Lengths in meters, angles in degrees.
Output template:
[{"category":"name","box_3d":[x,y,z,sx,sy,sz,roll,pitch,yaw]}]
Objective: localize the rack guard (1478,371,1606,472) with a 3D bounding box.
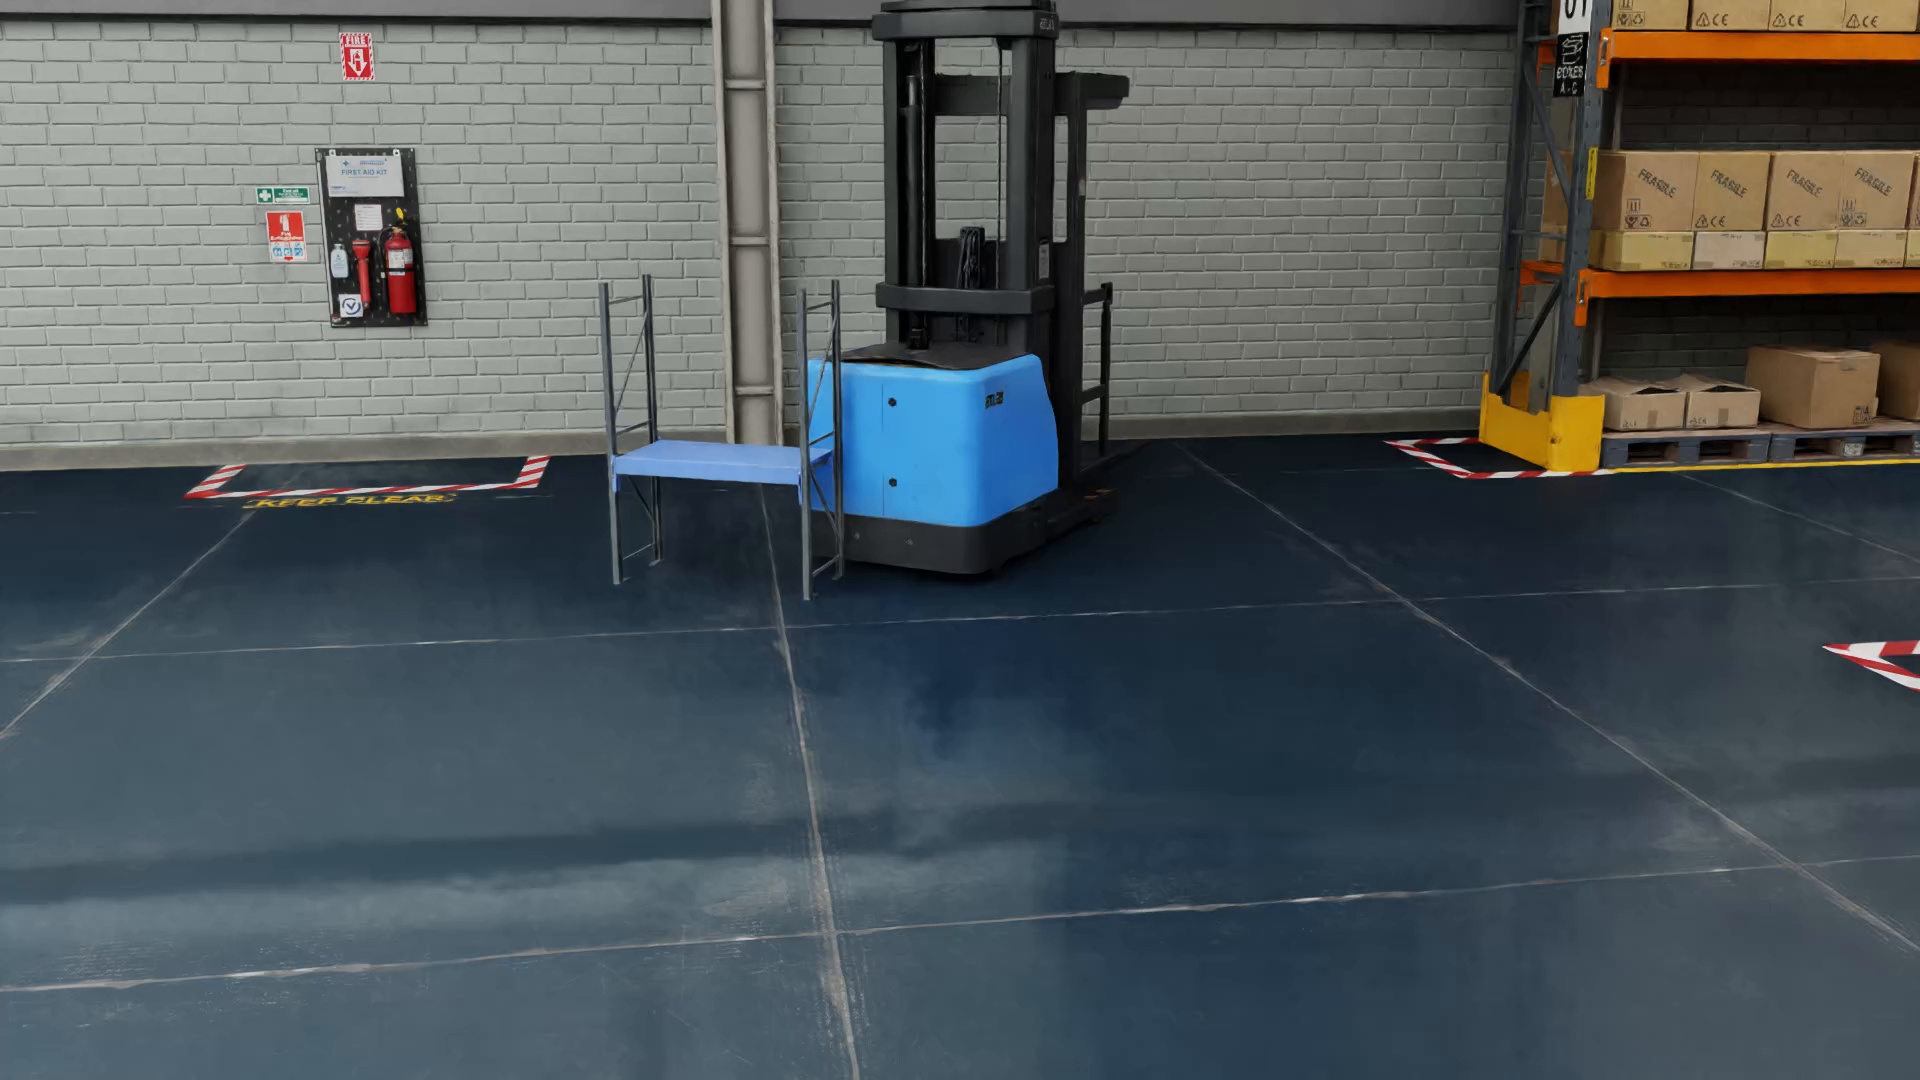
[{"category":"rack guard","box_3d":[4.012,-0.836,11.527,0.348,0.500,1.175,-2,14,-8]}]

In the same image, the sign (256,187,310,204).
[{"category":"sign","box_3d":[-4.438,-2.258,10.898,0.331,0.109,0.001,-2,14,-8]}]

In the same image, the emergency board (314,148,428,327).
[{"category":"emergency board","box_3d":[-3.882,-1.981,10.956,0.643,1.169,0.194,-2,14,-8]}]

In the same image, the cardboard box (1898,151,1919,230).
[{"category":"cardboard box","box_3d":[6.479,-2.365,11.210,0.500,0.500,0.500,-3,14,-10]}]

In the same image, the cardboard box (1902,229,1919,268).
[{"category":"cardboard box","box_3d":[6.480,-1.999,11.295,0.500,0.250,0.500,-2,14,-9]}]

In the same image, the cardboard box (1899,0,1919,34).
[{"category":"cardboard box","box_3d":[6.386,-3.581,10.923,0.500,0.500,0.500,-3,14,-11]}]

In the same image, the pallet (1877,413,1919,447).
[{"category":"pallet","box_3d":[7.234,-0.805,11.998,1.213,0.211,1.003,-2,14,-8]}]

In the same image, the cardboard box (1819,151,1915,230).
[{"category":"cardboard box","box_3d":[5.965,-2.346,11.134,0.500,0.500,0.500,-2,14,-7]}]

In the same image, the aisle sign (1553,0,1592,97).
[{"category":"aisle sign","box_3d":[3.911,-3.232,10.598,0.004,0.787,0.394,-2,14,-8]}]

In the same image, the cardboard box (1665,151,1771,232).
[{"category":"cardboard box","box_3d":[4.944,-2.307,10.979,0.500,0.500,0.500,-2,14,-8]}]

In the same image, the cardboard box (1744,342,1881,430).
[{"category":"cardboard box","box_3d":[5.931,-1.085,11.617,0.500,0.500,0.700,-3,14,-12]}]

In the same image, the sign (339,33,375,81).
[{"category":"sign","box_3d":[-3.905,-3.129,10.768,0.199,0.298,0.001,-2,14,-8]}]

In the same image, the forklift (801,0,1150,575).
[{"category":"forklift","box_3d":[0.276,-1.559,9.412,1.130,2.935,3.031,7,16,25]}]

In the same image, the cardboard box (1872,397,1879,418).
[{"category":"cardboard box","box_3d":[6.308,-0.968,11.872,0.250,0.149,0.380,-3,14,-13]}]

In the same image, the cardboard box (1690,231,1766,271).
[{"category":"cardboard box","box_3d":[4.978,-1.946,11.083,0.500,0.250,0.500,-3,14,-10]}]

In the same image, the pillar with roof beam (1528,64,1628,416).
[{"category":"pillar with roof beam","box_3d":[5.142,-4.153,7.284,0.400,9.000,9.100,-2,14,-8]}]

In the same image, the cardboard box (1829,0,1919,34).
[{"category":"cardboard box","box_3d":[5.881,-3.566,10.861,0.500,0.500,0.500,-1,14,-5]}]

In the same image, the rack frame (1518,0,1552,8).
[{"category":"rack frame","box_3d":[3.937,-4.956,10.482,0.127,3.000,1.000,-2,14,-8]}]

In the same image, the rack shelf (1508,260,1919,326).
[{"category":"rack shelf","box_3d":[5.915,-1.769,11.589,4.000,0.370,1.077,-2,14,-8]}]

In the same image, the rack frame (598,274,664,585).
[{"category":"rack frame","box_3d":[-1.650,-0.561,8.377,0.032,1.500,0.500,4,15,16]}]

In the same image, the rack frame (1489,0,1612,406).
[{"category":"rack frame","box_3d":[3.937,-2.046,11.212,0.127,3.000,1.000,-2,14,-8]}]

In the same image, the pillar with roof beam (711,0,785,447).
[{"category":"pillar with roof beam","box_3d":[-0.791,-3.936,6.417,0.400,9.000,9.100,-2,14,-8]}]

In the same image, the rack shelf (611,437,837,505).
[{"category":"rack shelf","box_3d":[-1.162,-0.352,8.283,1.000,0.185,0.538,4,15,16]}]

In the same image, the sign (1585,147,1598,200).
[{"category":"sign","box_3d":[4.018,-2.335,10.587,0.005,0.325,0.100,-2,14,-8]}]

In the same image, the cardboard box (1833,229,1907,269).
[{"category":"cardboard box","box_3d":[5.983,-1.981,11.222,0.500,0.250,0.500,-2,14,-8]}]

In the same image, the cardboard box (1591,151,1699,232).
[{"category":"cardboard box","box_3d":[4.454,-2.291,10.918,0.500,0.500,0.500,-2,14,-8]}]

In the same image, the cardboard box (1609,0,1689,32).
[{"category":"cardboard box","box_3d":[4.305,-3.511,10.641,0.500,0.500,0.500,-2,14,-7]}]

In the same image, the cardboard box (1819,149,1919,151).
[{"category":"cardboard box","box_3d":[6.391,-2.490,11.709,0.500,0.500,0.500,-2,14,-7]}]

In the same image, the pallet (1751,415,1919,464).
[{"category":"pallet","box_3d":[6.025,-0.760,11.819,1.213,0.211,1.003,-2,14,-8]}]

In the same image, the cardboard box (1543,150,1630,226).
[{"category":"cardboard box","box_3d":[4.372,-2.415,11.409,0.500,0.500,0.500,-2,14,-9]}]

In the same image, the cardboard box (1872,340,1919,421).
[{"category":"cardboard box","box_3d":[6.872,-1.144,11.852,0.500,0.500,0.500,-3,14,-13]}]

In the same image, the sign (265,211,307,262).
[{"category":"sign","box_3d":[-4.444,-2.003,10.970,0.234,0.329,0.001,-2,14,-8]}]

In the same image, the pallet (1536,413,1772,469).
[{"category":"pallet","box_3d":[4.821,-0.717,11.646,1.213,0.211,1.003,-2,14,-8]}]

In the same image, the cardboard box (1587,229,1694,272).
[{"category":"cardboard box","box_3d":[4.467,-1.924,10.994,0.500,0.250,0.500,-3,14,-10]}]

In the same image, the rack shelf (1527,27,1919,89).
[{"category":"rack shelf","box_3d":[5.915,-3.224,11.224,4.000,0.370,1.077,-2,14,-8]}]

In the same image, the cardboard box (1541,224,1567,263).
[{"category":"cardboard box","box_3d":[4.371,-2.046,11.482,0.500,0.250,0.500,-2,14,-7]}]

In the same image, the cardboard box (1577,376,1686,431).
[{"category":"cardboard box","box_3d":[4.635,-0.958,11.499,0.500,0.311,0.500,-4,15,-15]}]

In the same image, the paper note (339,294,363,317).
[{"category":"paper note","box_3d":[-4.067,-1.564,11.103,0.142,0.148,0.016,-2,14,-8]}]

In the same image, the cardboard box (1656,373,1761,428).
[{"category":"cardboard box","box_3d":[5.199,-0.979,11.582,0.500,0.311,0.500,-1,14,-4]}]

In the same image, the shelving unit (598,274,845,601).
[{"category":"shelving unit","box_3d":[-1.162,-0.527,8.240,1.048,1.500,0.538,4,15,16]}]

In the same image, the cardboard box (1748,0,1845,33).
[{"category":"cardboard box","box_3d":[5.354,-3.541,10.763,0.500,0.500,0.500,-1,14,-6]}]

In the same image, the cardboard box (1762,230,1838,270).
[{"category":"cardboard box","box_3d":[5.483,-1.963,11.151,0.500,0.250,0.500,-2,14,-9]}]

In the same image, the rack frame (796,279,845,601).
[{"category":"rack frame","box_3d":[-0.674,-0.493,8.103,0.032,1.500,0.500,4,15,16]}]

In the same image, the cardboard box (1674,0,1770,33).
[{"category":"cardboard box","box_3d":[4.842,-3.522,10.685,0.500,0.500,0.500,-1,14,-5]}]

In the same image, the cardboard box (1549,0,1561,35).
[{"category":"cardboard box","box_3d":[4.312,-3.635,11.136,0.500,0.500,0.500,-1,14,-4]}]

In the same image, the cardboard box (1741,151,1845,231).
[{"category":"cardboard box","box_3d":[5.456,-2.324,11.048,0.500,0.500,0.500,-3,14,-10]}]
